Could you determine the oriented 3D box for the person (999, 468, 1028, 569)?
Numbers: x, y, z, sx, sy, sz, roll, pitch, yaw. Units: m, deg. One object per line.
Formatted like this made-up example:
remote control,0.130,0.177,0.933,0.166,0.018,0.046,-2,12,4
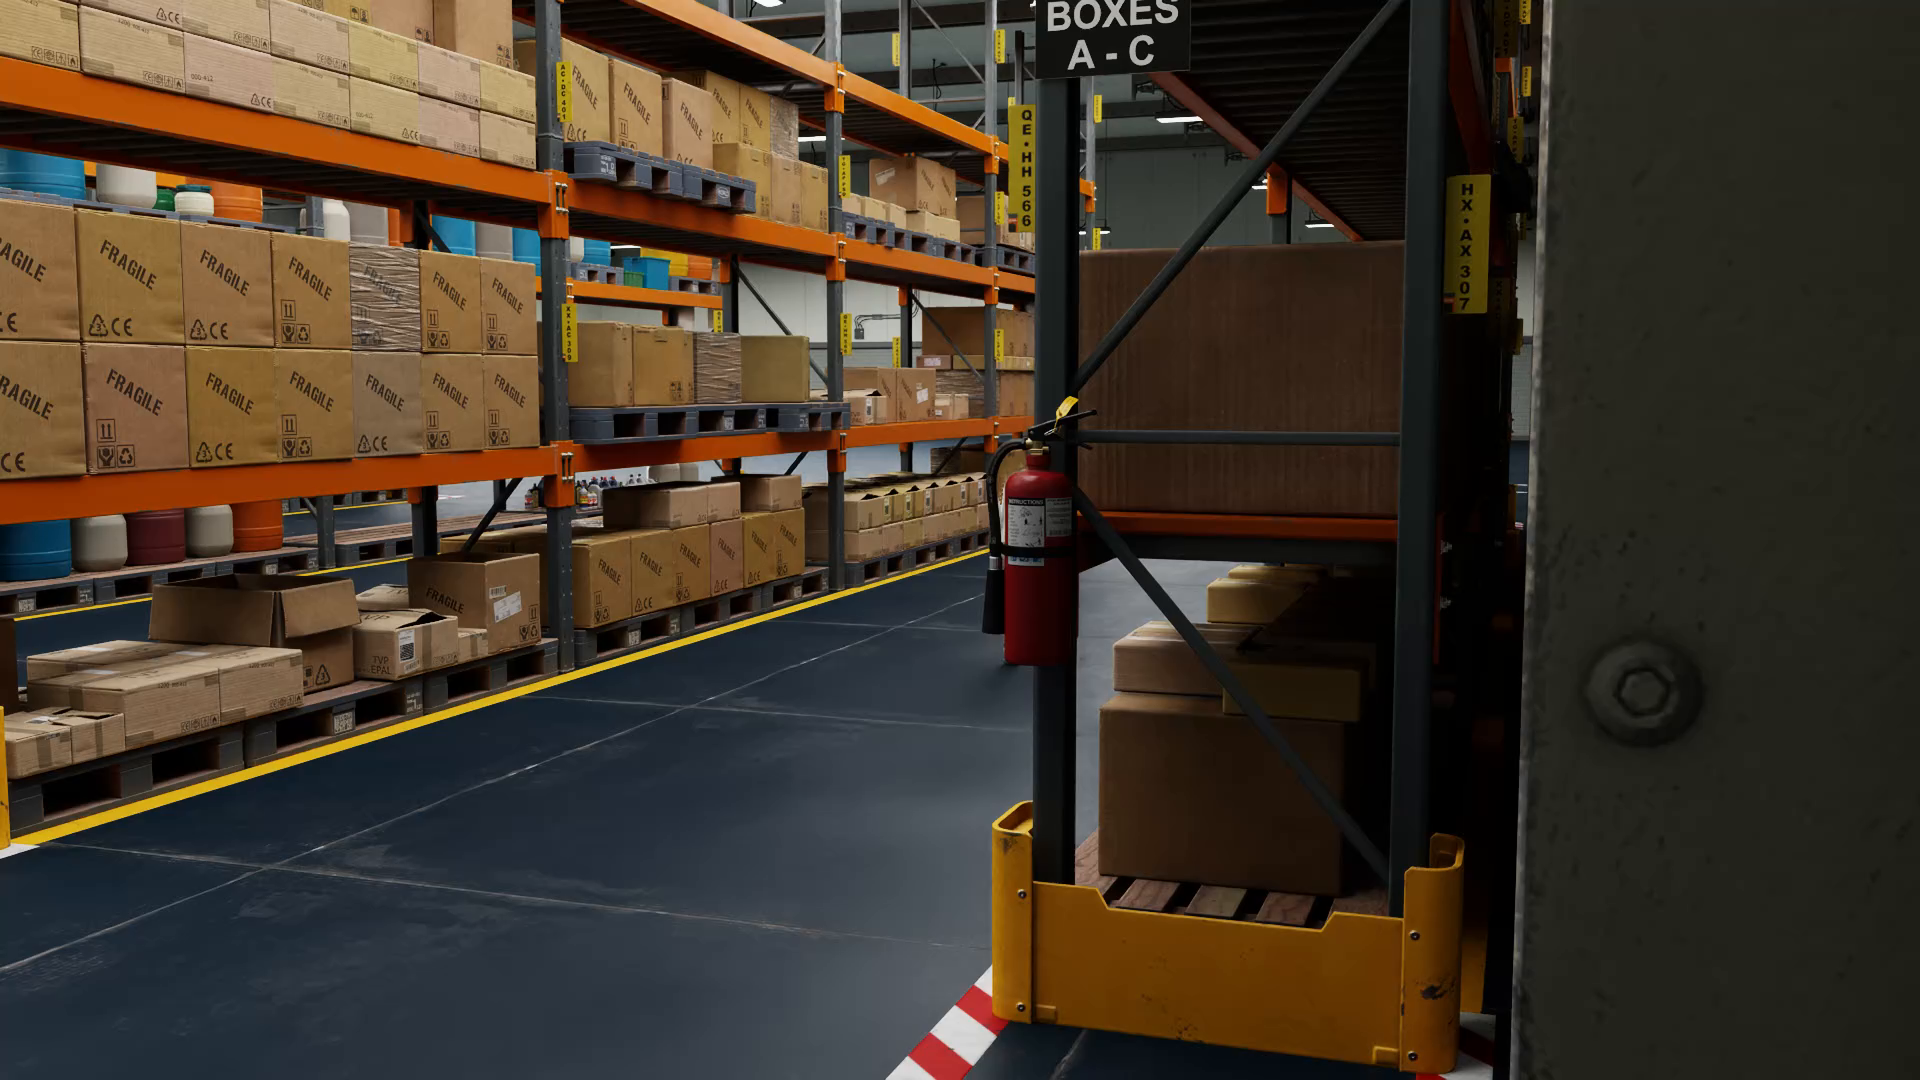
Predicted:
person,0.432,0.151,9.912,0.518,1.154,0.804,2,6,19
